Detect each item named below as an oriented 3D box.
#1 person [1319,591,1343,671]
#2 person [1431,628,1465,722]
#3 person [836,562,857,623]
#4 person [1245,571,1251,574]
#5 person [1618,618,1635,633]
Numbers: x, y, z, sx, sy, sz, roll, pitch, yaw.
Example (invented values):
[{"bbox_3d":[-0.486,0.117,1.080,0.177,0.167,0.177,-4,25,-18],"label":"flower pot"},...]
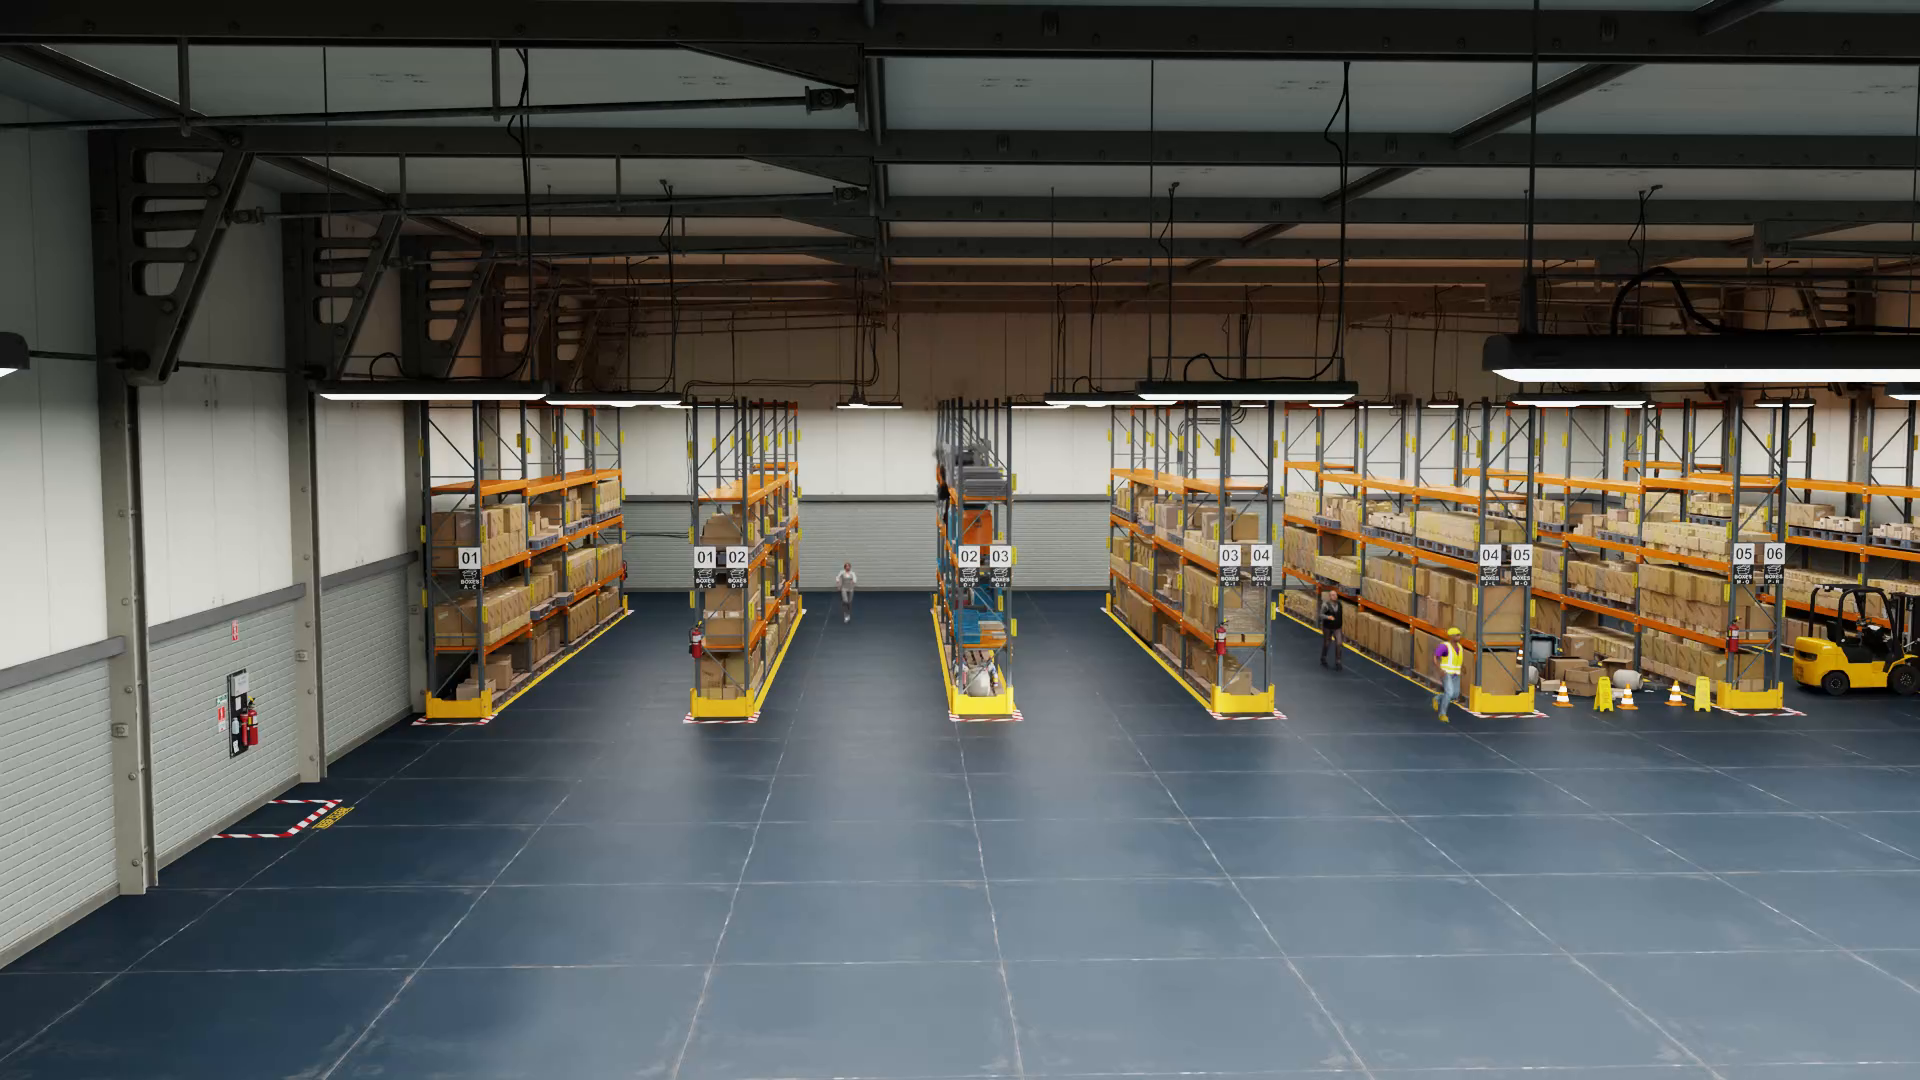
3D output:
[{"bbox_3d":[8.276,1.993,37.069,0.610,1.754,0.889,0,4,-4],"label":"person"},{"bbox_3d":[9.106,2.488,31.045,0.746,1.712,0.597,-2,5,-28],"label":"person"},{"bbox_3d":[-3.076,1.419,45.326,0.510,1.646,0.733,-1,5,-17],"label":"person"},{"bbox_3d":[7.995,1.277,45.835,0.724,1.786,1.058,0,4,-1],"label":"person"},{"bbox_3d":[16.540,1.719,41.058,0.535,1.741,0.843,-1,4,-8],"label":"person"}]
